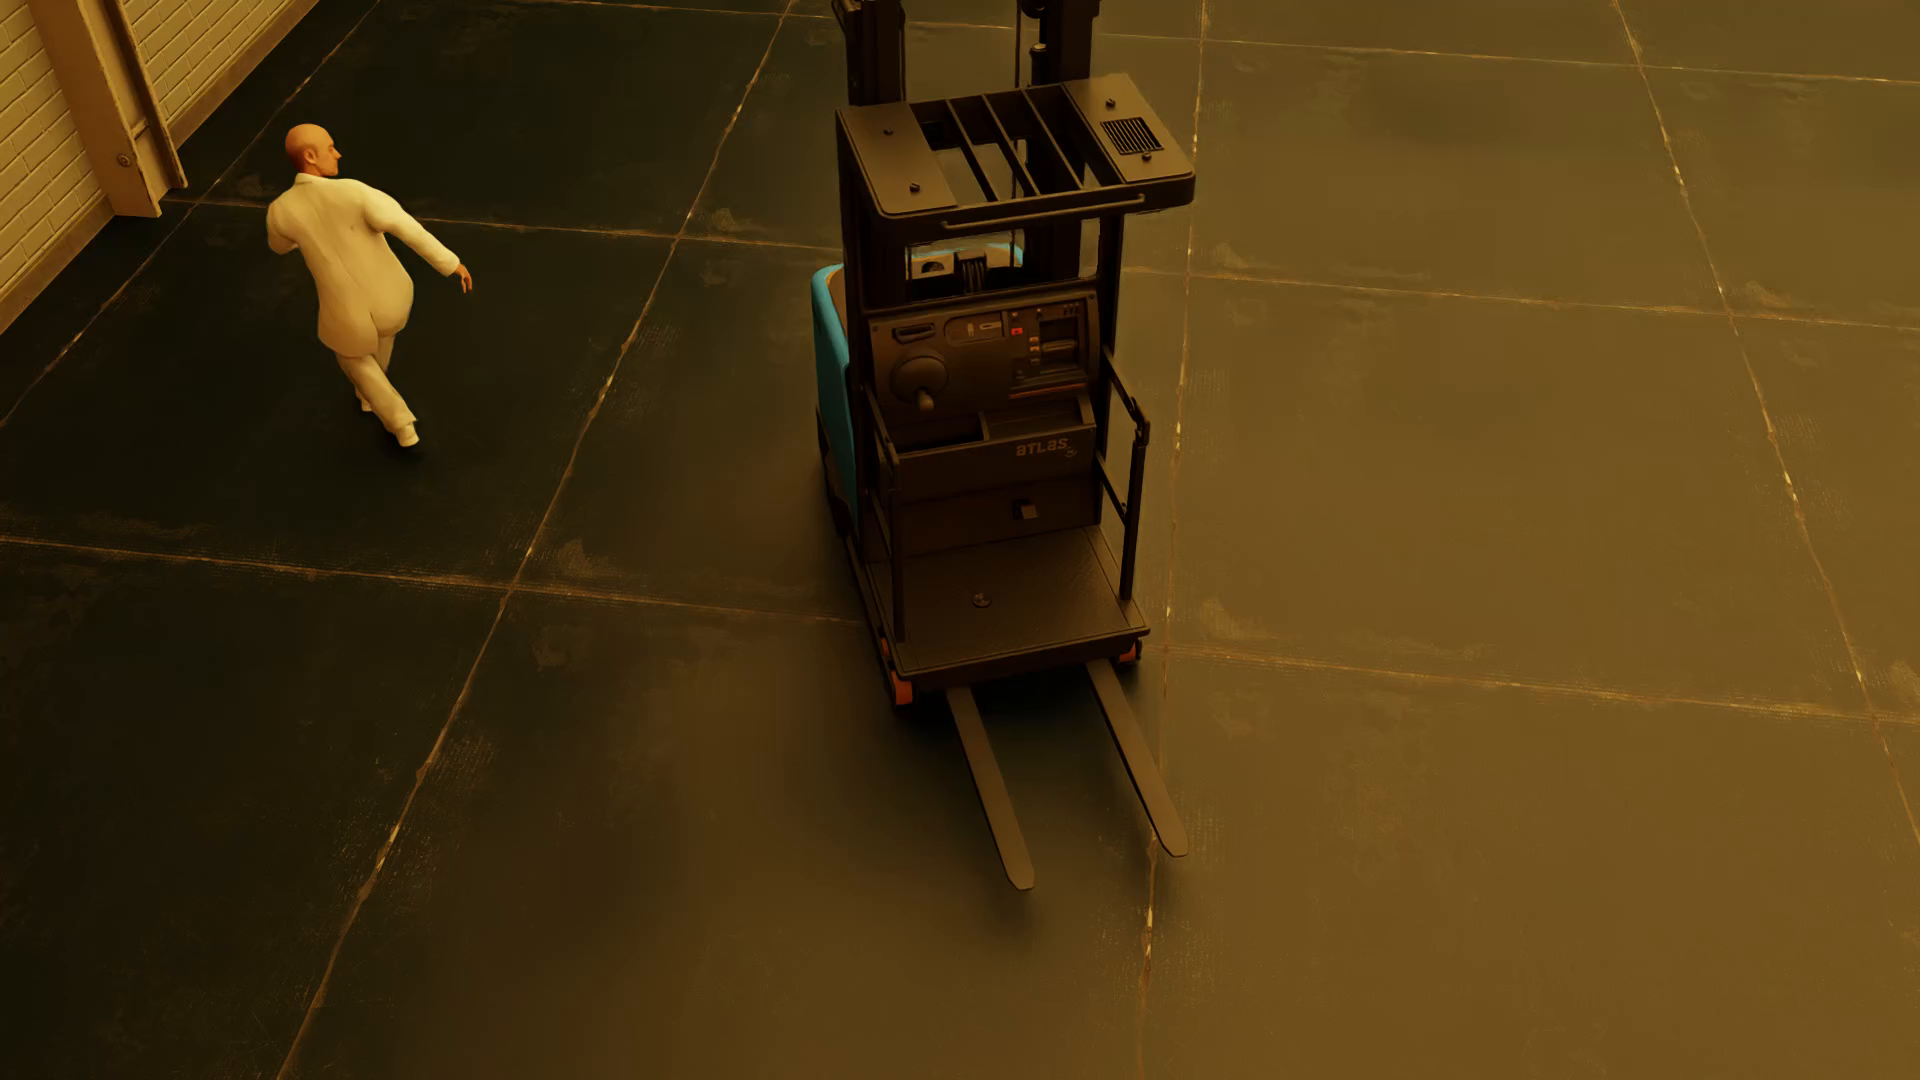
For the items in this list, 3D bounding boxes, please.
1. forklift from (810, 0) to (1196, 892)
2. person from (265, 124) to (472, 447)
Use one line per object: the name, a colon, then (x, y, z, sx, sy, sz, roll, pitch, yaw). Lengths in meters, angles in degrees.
forklift: (0.159, -0.664, 6.448, 1.130, 2.935, 3.031, -10, 44, -11)
person: (-2.846, -1.280, 8.098, 0.884, 1.649, 0.897, -13, 44, -14)
